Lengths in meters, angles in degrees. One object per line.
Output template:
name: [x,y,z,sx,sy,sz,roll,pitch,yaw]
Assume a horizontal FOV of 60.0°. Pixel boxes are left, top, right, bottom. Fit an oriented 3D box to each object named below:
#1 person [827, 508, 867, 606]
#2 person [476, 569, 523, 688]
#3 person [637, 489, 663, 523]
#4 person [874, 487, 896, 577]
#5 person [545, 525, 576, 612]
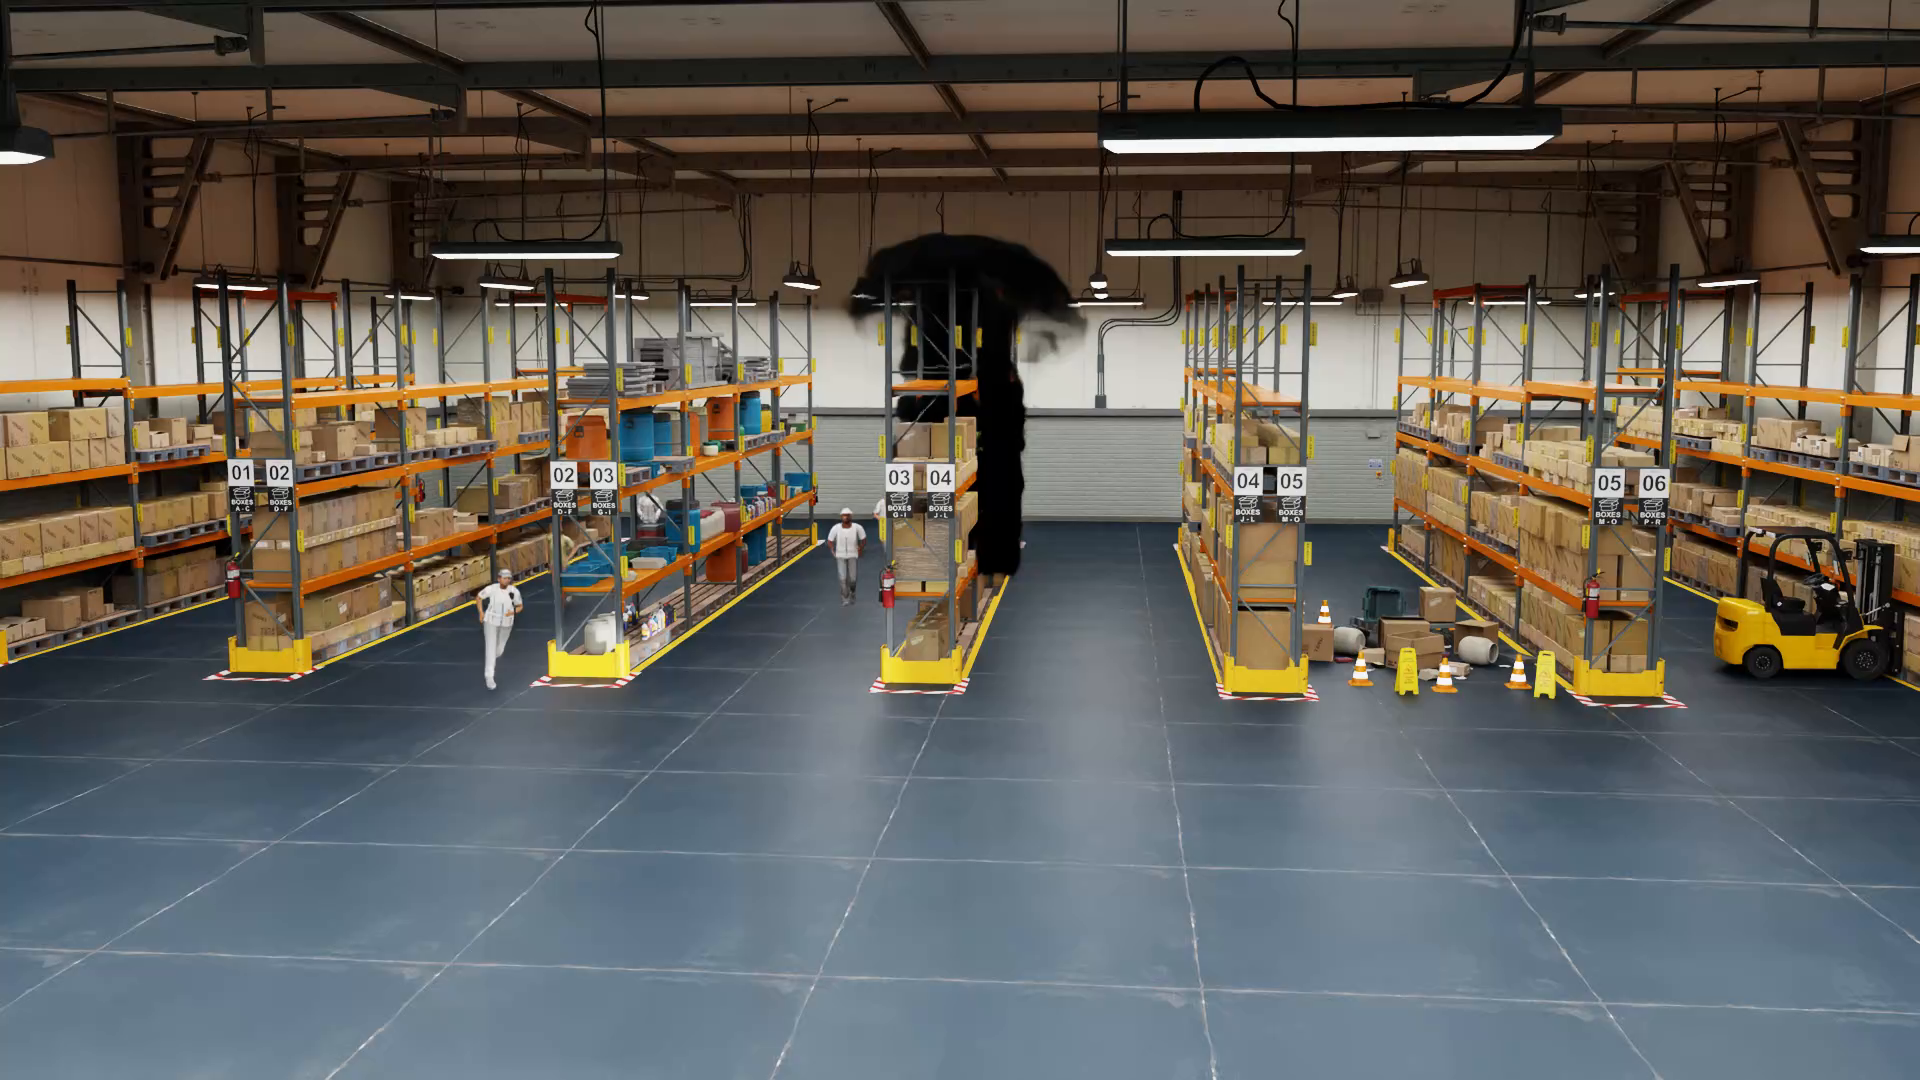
person: [-1.994,0.305,29.266,0.696,1.735,0.522,0,7,-2]
person: [-6.636,1.237,24.060,0.631,1.652,0.852,-3,8,-26]
person: [-7.137,-0.460,38.206,0.589,1.647,0.528,0,7,-3]
person: [-1.419,-0.193,33.956,0.683,1.834,0.784,1,7,6]
person: [-7.337,0.493,30.528,0.603,1.655,0.856,0,7,3]
